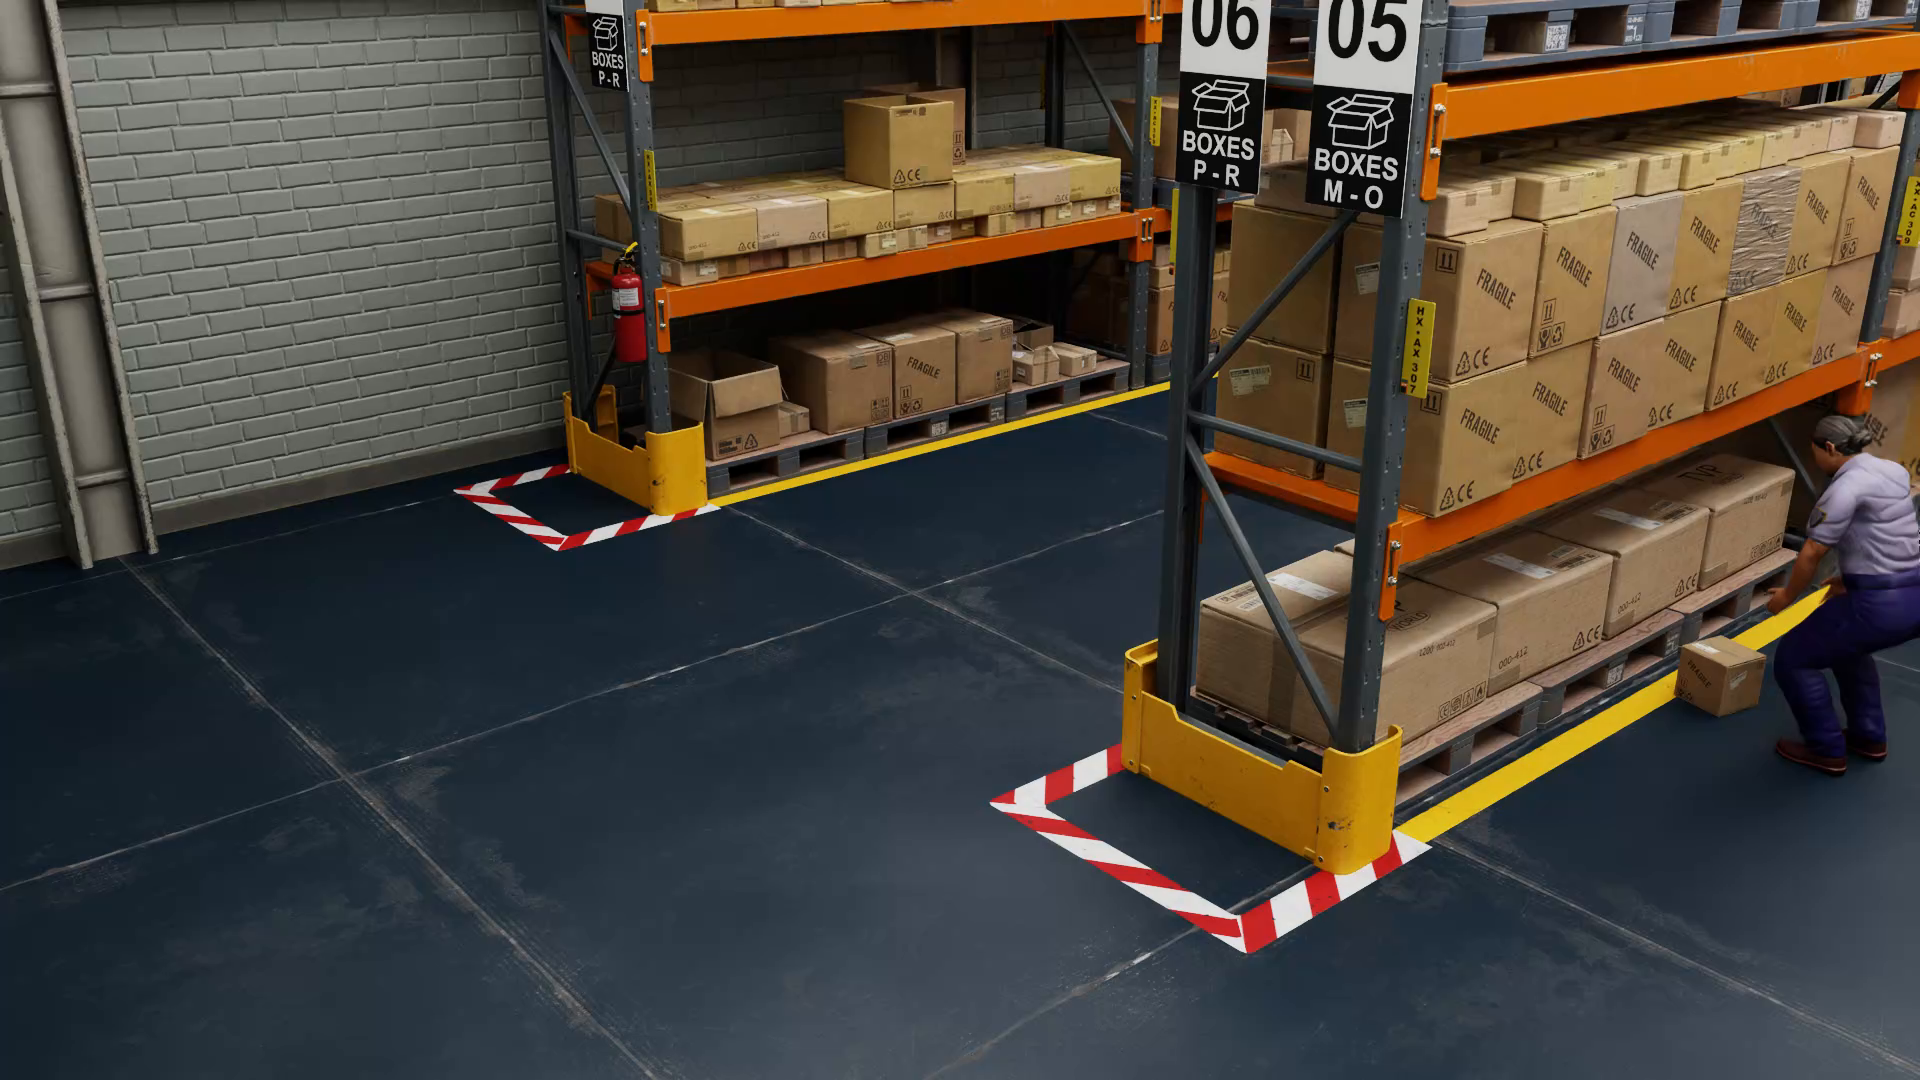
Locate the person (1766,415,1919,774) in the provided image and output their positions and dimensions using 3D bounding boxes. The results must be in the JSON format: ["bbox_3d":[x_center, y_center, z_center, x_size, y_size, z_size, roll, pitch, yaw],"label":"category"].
[{"bbox_3d":[3.642,0.238,6.785,0.530,1.446,0.595,-11,24,-26],"label":"person"}]
